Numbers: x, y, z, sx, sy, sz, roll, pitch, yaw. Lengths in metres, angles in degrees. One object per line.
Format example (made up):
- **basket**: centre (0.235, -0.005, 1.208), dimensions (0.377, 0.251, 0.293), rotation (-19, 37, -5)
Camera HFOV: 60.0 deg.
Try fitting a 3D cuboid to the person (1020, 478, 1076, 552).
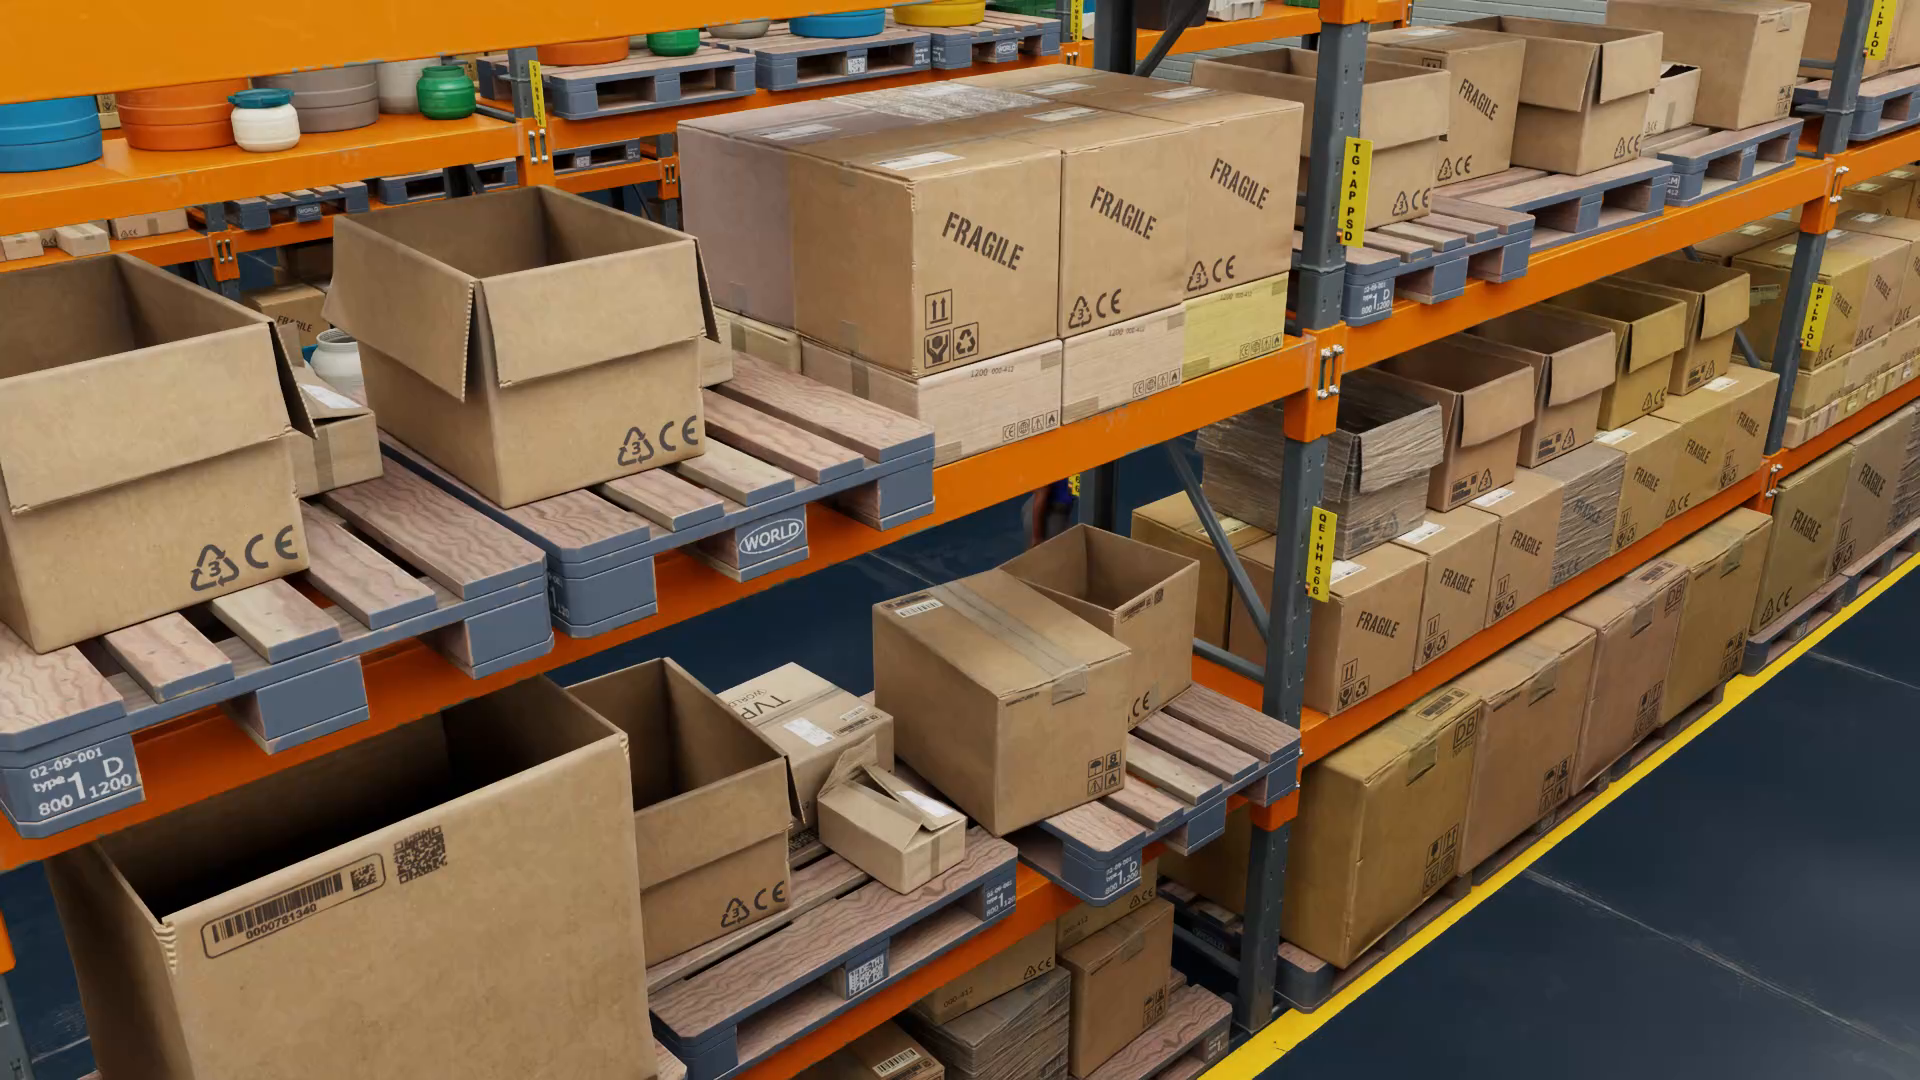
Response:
- **person**: centre (0.460, -0.086, 8.773), dimensions (0.454, 1.648, 0.501), rotation (0, 24, 1)
